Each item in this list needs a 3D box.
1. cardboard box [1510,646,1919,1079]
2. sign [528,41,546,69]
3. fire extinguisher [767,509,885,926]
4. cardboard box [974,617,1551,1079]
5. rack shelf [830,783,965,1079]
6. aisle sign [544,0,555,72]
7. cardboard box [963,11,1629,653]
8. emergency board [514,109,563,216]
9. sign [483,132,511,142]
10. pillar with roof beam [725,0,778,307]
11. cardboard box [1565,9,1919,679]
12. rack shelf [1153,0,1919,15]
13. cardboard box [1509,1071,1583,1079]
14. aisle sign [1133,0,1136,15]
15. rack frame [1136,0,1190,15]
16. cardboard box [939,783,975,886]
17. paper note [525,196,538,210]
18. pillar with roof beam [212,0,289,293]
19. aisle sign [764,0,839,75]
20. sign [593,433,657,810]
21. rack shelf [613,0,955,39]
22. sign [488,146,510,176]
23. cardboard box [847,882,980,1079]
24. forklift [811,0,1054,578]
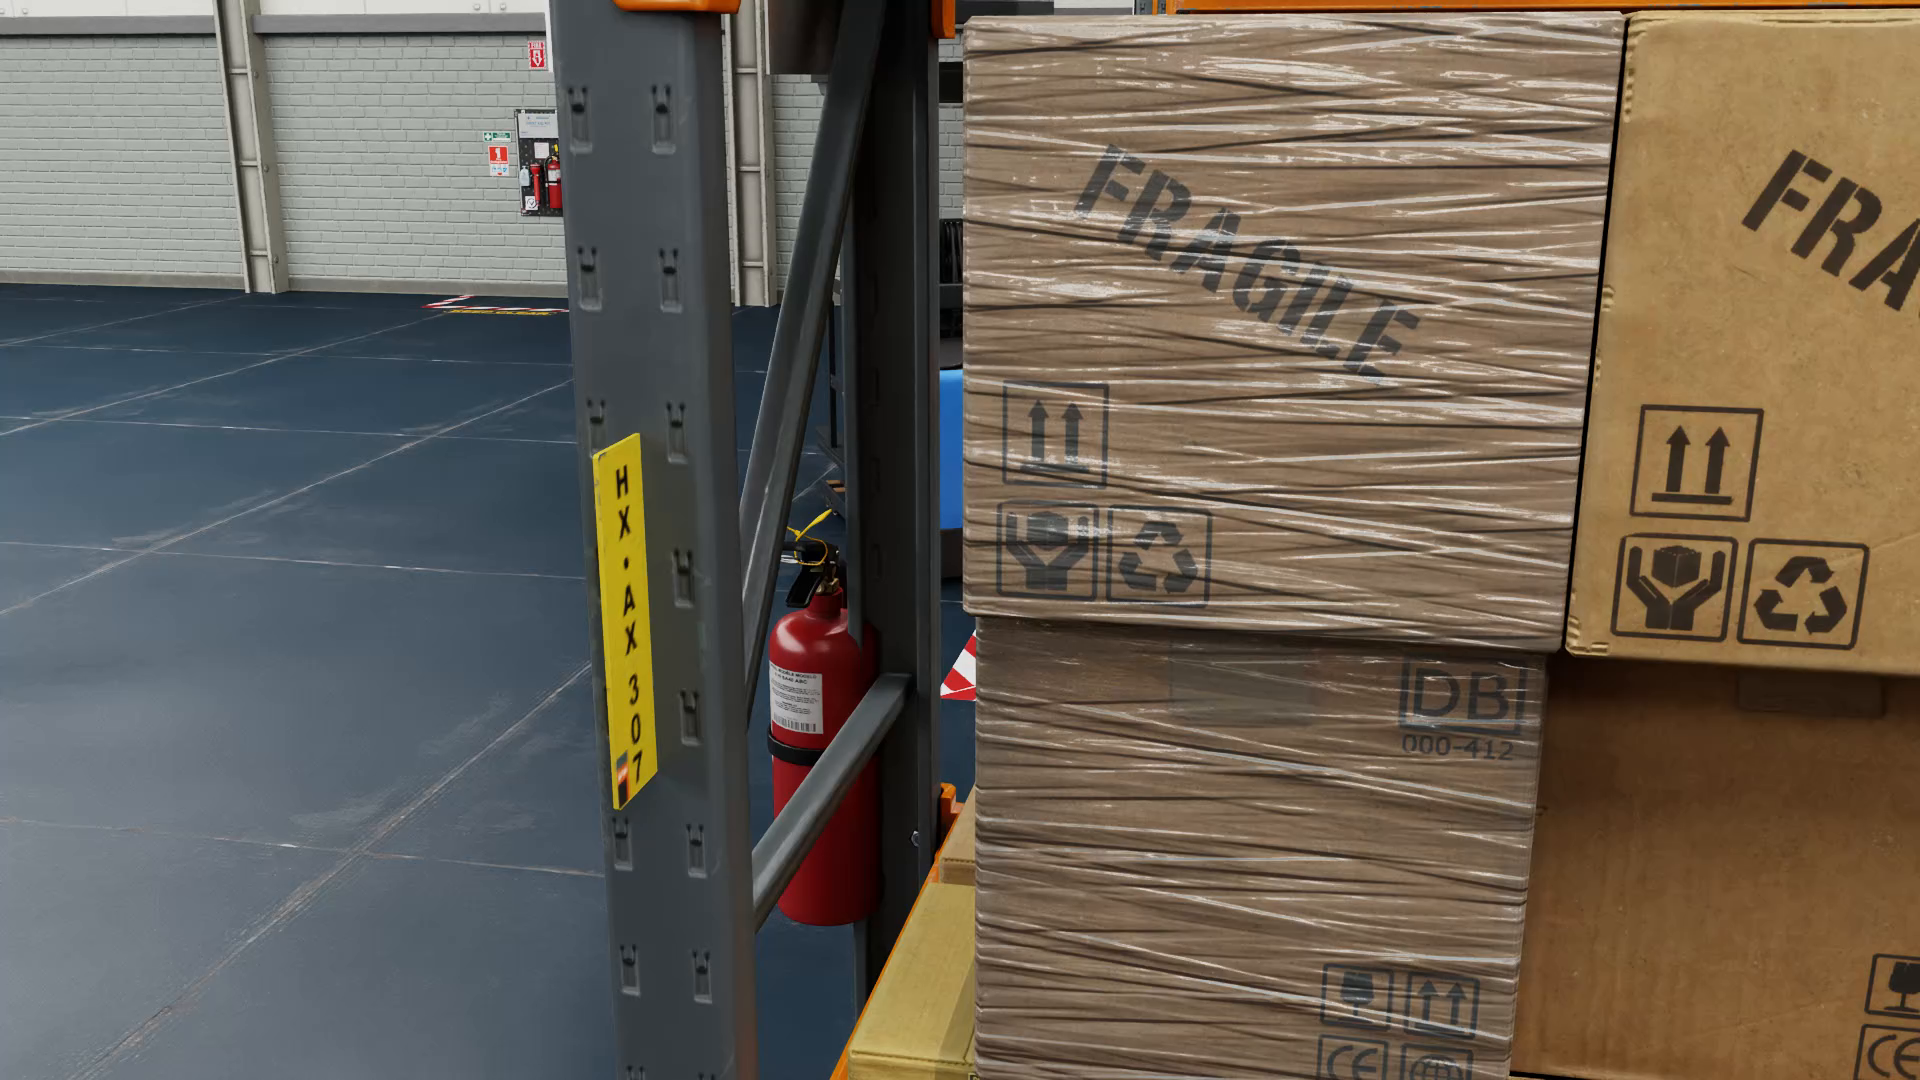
[{"bbox_3d":[0.859,0.188,1.949,0.500,0.500,0.875,3,16,11],"label":"cardboard box"},{"bbox_3d":[-4.651,-5.333,18.281,0.199,0.298,0.001,3,16,11],"label":"sign"},{"bbox_3d":[-0.209,0.259,2.584,0.183,0.674,0.296,3,16,11],"label":"fire extinguisher"},{"bbox_3d":[0.345,0.193,1.932,0.500,0.500,0.875,3,16,11],"label":"cardboard box"},{"bbox_3d":[1.771,0.801,1.828,4.000,0.370,1.077,3,16,11],"label":"rack shelf"},{"bbox_3d":[-0.309,-0.830,1.498,0.004,0.787,0.394,3,16,11],"label":"aisle sign"},{"bbox_3d":[0.296,-0.225,1.567,0.500,0.500,0.500,3,16,11],"label":"cardboard box"},{"bbox_3d":[-4.663,-4.189,18.495,0.643,1.169,0.194,3,16,11],"label":"emergency board"},{"bbox_3d":[-5.182,-4.515,18.614,0.331,0.109,0.001,3,16,11],"label":"sign"},{"bbox_3d":[-3.107,-5.812,13.118,0.400,9.000,9.100,3,16,11],"label":"pillar with roof beam"},{"bbox_3d":[0.784,-0.196,1.464,0.500,0.500,0.500,3,16,11],"label":"cardboard box"},{"bbox_3d":[2.758,-1.940,6.105,4.000,0.370,1.077,3,16,11],"label":"rack shelf"},{"bbox_3d":[0.526,0.582,1.742,0.250,0.149,0.380,3,16,11],"label":"cardboard box"},{"bbox_3d":[0.669,-2.128,6.184,0.004,0.787,0.394,3,16,11],"label":"aisle sign"},{"bbox_3d":[0.798,-0.948,6.794,0.127,3.000,1.000,3,16,11],"label":"rack frame"},{"bbox_3d":[0.132,0.430,2.290,0.250,0.149,0.380,3,16,11],"label":"cardboard box"},{"bbox_3d":[-4.823,-3.792,18.712,0.142,0.148,0.016,3,16,11],"label":"paper note"},{"bbox_3d":[-8.986,-6.132,14.271,0.400,9.000,9.100,3,16,11],"label":"pillar with roof beam"},{"bbox_3d":[-0.190,-0.987,2.065,0.004,0.787,0.394,3,16,11],"label":"aisle sign"},{"bbox_3d":[-0.297,0.073,1.488,0.005,0.325,0.100,3,16,11],"label":"sign"},{"bbox_3d":[1.771,-0.644,1.428,4.000,0.370,1.077,3,16,11],"label":"rack shelf"},{"bbox_3d":[-5.184,-4.263,18.694,0.234,0.329,0.001,3,16,11],"label":"sign"},{"bbox_3d":[0.043,0.547,1.870,0.250,0.149,0.380,3,16,11],"label":"cardboard box"},{"bbox_3d":[-0.182,-1.574,9.183,1.130,2.935,3.031,-5,16,-16],"label":"forklift"}]
